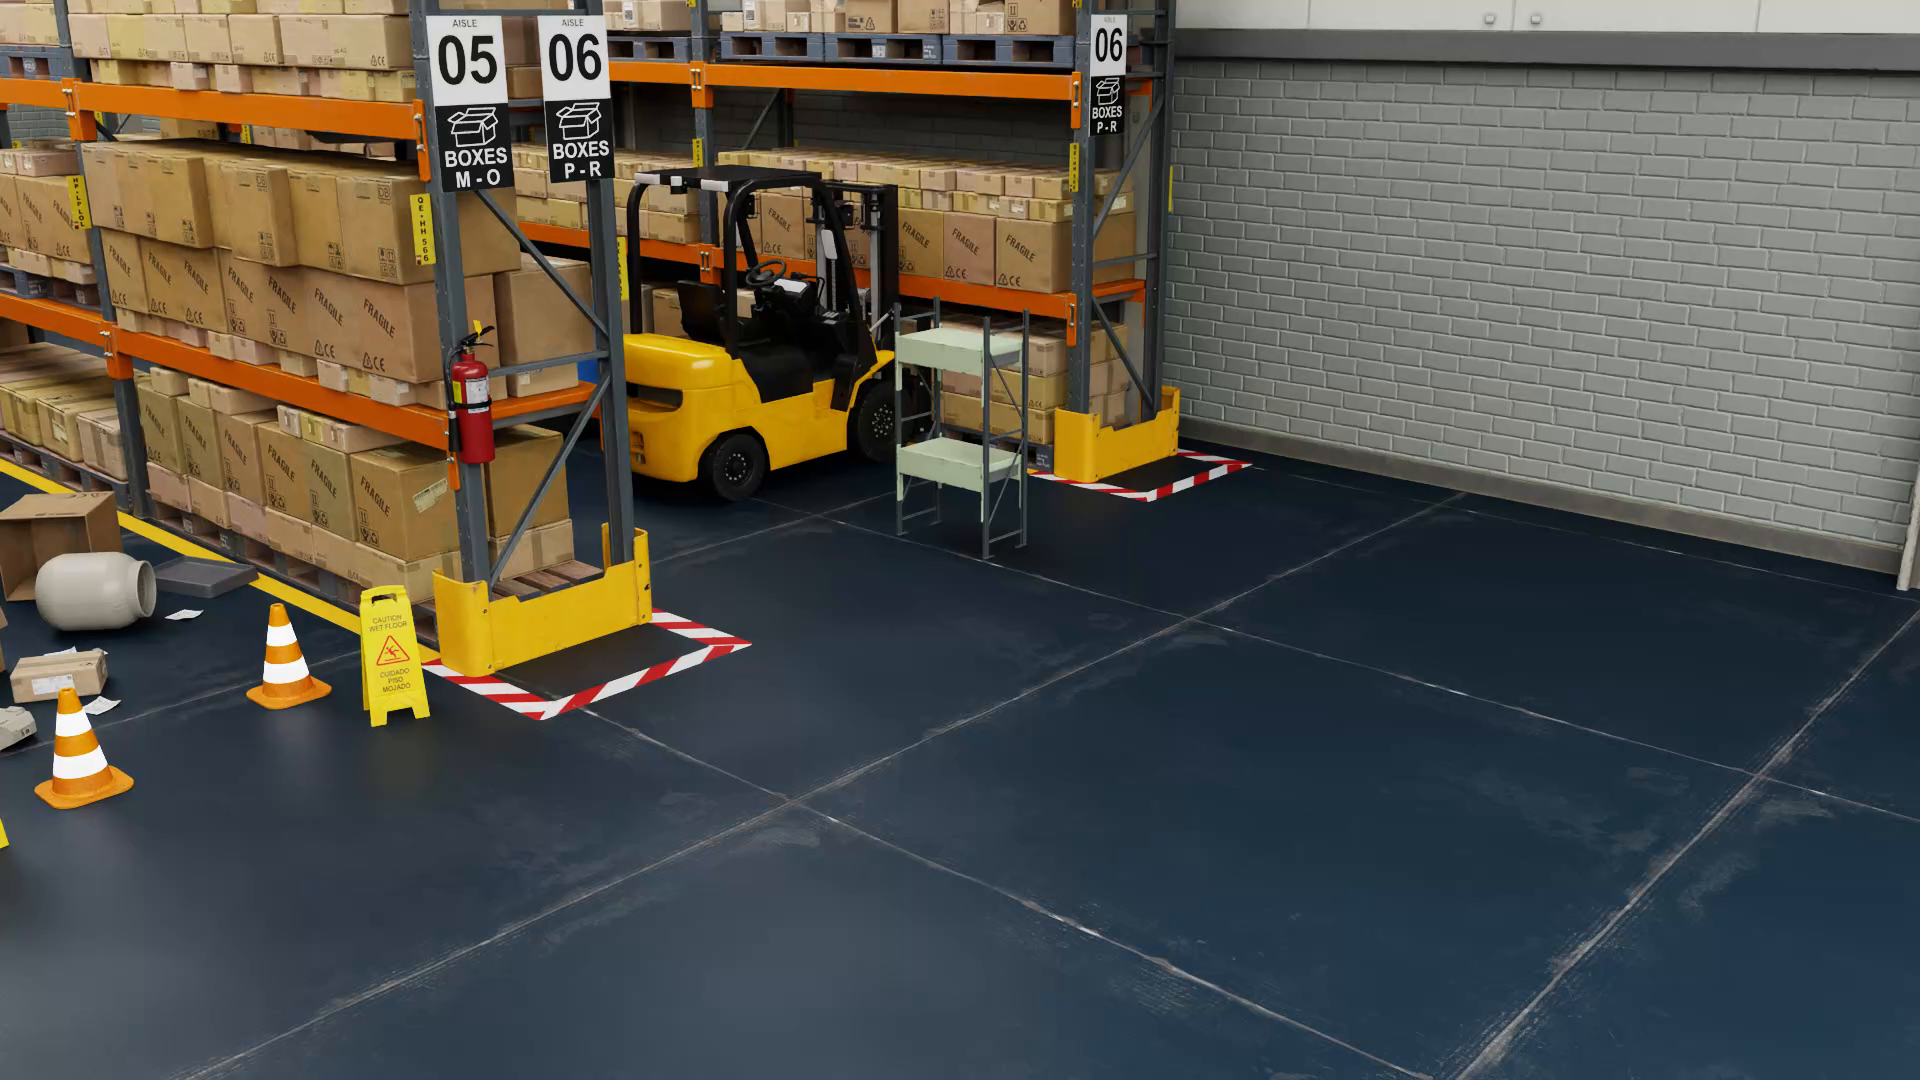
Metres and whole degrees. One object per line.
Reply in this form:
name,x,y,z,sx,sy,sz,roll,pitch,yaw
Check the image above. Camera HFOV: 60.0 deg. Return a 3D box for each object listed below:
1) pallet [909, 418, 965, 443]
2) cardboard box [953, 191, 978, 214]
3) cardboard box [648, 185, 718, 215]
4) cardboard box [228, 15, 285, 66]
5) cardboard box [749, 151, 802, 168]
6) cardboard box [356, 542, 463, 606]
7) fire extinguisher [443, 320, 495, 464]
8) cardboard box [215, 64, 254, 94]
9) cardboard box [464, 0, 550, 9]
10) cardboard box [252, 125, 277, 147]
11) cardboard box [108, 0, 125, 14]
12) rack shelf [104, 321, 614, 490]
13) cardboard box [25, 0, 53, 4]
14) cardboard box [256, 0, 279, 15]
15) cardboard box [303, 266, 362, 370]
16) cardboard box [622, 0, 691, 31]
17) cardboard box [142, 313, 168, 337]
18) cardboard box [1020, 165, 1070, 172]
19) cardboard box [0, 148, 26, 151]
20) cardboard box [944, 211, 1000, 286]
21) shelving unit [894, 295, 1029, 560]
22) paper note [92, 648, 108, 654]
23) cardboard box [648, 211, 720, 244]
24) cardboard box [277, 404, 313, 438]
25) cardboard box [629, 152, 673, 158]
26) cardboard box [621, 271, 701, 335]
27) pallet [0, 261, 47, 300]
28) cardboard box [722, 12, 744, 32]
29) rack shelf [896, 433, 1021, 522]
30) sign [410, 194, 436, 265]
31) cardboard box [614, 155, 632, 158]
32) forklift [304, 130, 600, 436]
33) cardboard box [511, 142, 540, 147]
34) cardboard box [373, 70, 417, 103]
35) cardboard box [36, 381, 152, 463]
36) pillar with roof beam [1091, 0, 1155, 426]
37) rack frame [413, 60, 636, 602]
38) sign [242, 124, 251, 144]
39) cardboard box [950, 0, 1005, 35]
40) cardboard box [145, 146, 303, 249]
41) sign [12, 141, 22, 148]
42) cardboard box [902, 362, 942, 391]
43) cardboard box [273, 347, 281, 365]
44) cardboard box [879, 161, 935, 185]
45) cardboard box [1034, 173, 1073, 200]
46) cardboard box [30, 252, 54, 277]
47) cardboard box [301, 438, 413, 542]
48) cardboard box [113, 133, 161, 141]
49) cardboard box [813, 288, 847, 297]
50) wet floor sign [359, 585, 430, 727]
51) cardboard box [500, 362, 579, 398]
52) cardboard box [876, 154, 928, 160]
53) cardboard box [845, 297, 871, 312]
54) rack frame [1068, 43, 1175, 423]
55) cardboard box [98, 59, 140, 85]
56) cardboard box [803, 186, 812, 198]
pallet,-0.355,-1.061,13.607,1.213,0.211,1.003,15,23,39
cardboard box,0.166,-2.527,12.378,0.250,0.149,0.380,15,23,39
cardboard box,-2.376,-3.012,14.565,0.500,0.250,0.500,14,23,38
cardboard box,-3.467,-2.624,8.717,0.500,0.250,0.500,16,24,41
cardboard box,-1.530,-3.144,13.830,0.250,0.149,0.380,15,23,40
cardboard box,-2.940,0.127,9.105,0.500,0.250,0.500,15,23,39
fire extinguisher,-2.359,-0.713,8.029,0.183,0.674,0.296,15,23,39
cardboard box,-3.770,-2.494,8.968,0.250,0.149,0.380,15,23,39
cardboard box,-2.269,-2.685,8.252,0.250,0.149,0.380,15,23,39
cardboard box,-7.609,-4.511,19.007,0.500,0.500,0.700,16,23,41
cardboard box,-4.706,-3.133,9.663,0.250,0.149,0.380,14,22,38
rack shelf,-3.635,-0.936,9.792,4.000,0.370,1.077,15,23,39
cardboard box,-5.649,-3.565,10.654,0.500,0.250,0.500,16,23,40
cardboard box,-3.470,-2.848,8.765,0.250,0.149,0.380,14,22,38
cardboard box,-3.099,-1.215,8.825,0.500,0.500,0.500,15,23,39
cardboard box,-2.542,-4.530,14.255,0.500,0.311,0.500,14,22,38
cardboard box,-4.885,-1.386,10.436,0.250,0.149,0.380,16,24,41
cardboard box,0.663,-2.726,12.512,0.250,0.149,0.380,16,23,40
cardboard box,-7.598,-2.845,13.266,0.500,0.500,0.500,14,22,38
cardboard box,0.229,-2.195,12.403,0.500,0.500,0.500,16,24,41
shelving unit,0.005,-0.714,10.381,0.755,1.500,0.431,15,23,39
paper note,-4.525,0.586,8.748,0.123,0.001,0.032,15,23,39
cardboard box,-2.389,-2.775,14.645,0.500,0.250,0.500,16,23,40
cardboard box,-3.612,-0.699,9.393,0.250,0.149,0.380,16,24,42
cardboard box,-2.878,-3.548,15.596,0.250,0.149,0.380,15,23,39
cardboard box,-2.812,-2.132,15.604,0.625,0.625,0.875,15,23,39
pallet,-6.615,-2.004,12.285,1.213,0.211,1.003,15,23,39
cardboard box,-1.705,-4.203,13.495,0.250,0.149,0.380,16,23,40
rack shelf,0.005,-0.403,10.479,0.720,0.370,0.431,15,23,39
sign,-2.522,-1.458,7.812,0.005,0.325,0.100,15,23,39
cardboard box,-3.217,-3.429,15.222,0.250,0.149,0.380,15,23,40
forklift,-4.386,-2.181,12.638,3.031,2.935,1.130,-7,19,-22
cardboard box,-4.453,-3.945,16.845,0.250,0.149,0.380,16,24,41
cardboard box,-2.591,-2.196,8.029,0.250,0.149,0.380,15,23,39
cardboard box,-6.065,-0.877,12.065,0.950,0.372,0.625,-17,24,-42
pillar with roof beam,-1.627,-4.230,9.065,0.400,9.000,9.100,15,23,39
rack frame,-2.139,-0.878,8.418,0.127,3.000,1.000,15,23,39
sign,-8.177,-4.699,19.028,0.005,0.325,0.100,15,23,39
cardboard box,0.142,-3.763,11.915,0.258,0.266,0.396,15,23,39
cardboard box,-4.220,-1.995,9.629,0.500,0.500,0.700,14,23,38
sign,-7.769,-3.123,13.709,0.005,0.325,0.100,15,23,39
cardboard box,-0.187,-1.358,12.957,0.500,0.250,0.500,14,23,38
cardboard box,-3.691,-1.096,9.521,0.250,0.149,0.380,15,23,39
cardboard box,-0.406,-2.831,12.843,0.250,0.149,0.380,15,23,40
cardboard box,0.745,-2.524,11.877,0.250,0.149,0.380,15,23,39
cardboard box,-6.101,-1.903,11.369,0.250,0.149,0.380,15,23,38
cardboard box,-3.304,-0.330,9.306,0.500,0.500,0.500,16,24,41
cardboard box,-10.653,-5.132,21.580,0.500,0.250,0.500,15,23,40
cardboard box,-0.953,-2.017,14.207,0.500,0.250,0.500,15,23,38
wet floor sign,-2.707,0.525,7.891,0.267,0.644,0.232,-9,20,-27
cardboard box,-2.256,-0.873,8.818,0.250,0.149,0.380,15,23,39
cardboard box,-0.463,-3.043,13.512,0.250,0.149,0.380,15,23,39
cardboard box,-0.930,-1.800,13.524,0.500,0.250,0.500,16,24,41
rack frame,1.153,-2.001,11.959,0.127,3.000,1.000,15,23,39
cardboard box,-4.903,-2.807,9.953,0.250,0.149,0.380,15,23,39
cardboard box,-1.036,-2.821,13.303,0.250,0.149,0.380,15,23,39
